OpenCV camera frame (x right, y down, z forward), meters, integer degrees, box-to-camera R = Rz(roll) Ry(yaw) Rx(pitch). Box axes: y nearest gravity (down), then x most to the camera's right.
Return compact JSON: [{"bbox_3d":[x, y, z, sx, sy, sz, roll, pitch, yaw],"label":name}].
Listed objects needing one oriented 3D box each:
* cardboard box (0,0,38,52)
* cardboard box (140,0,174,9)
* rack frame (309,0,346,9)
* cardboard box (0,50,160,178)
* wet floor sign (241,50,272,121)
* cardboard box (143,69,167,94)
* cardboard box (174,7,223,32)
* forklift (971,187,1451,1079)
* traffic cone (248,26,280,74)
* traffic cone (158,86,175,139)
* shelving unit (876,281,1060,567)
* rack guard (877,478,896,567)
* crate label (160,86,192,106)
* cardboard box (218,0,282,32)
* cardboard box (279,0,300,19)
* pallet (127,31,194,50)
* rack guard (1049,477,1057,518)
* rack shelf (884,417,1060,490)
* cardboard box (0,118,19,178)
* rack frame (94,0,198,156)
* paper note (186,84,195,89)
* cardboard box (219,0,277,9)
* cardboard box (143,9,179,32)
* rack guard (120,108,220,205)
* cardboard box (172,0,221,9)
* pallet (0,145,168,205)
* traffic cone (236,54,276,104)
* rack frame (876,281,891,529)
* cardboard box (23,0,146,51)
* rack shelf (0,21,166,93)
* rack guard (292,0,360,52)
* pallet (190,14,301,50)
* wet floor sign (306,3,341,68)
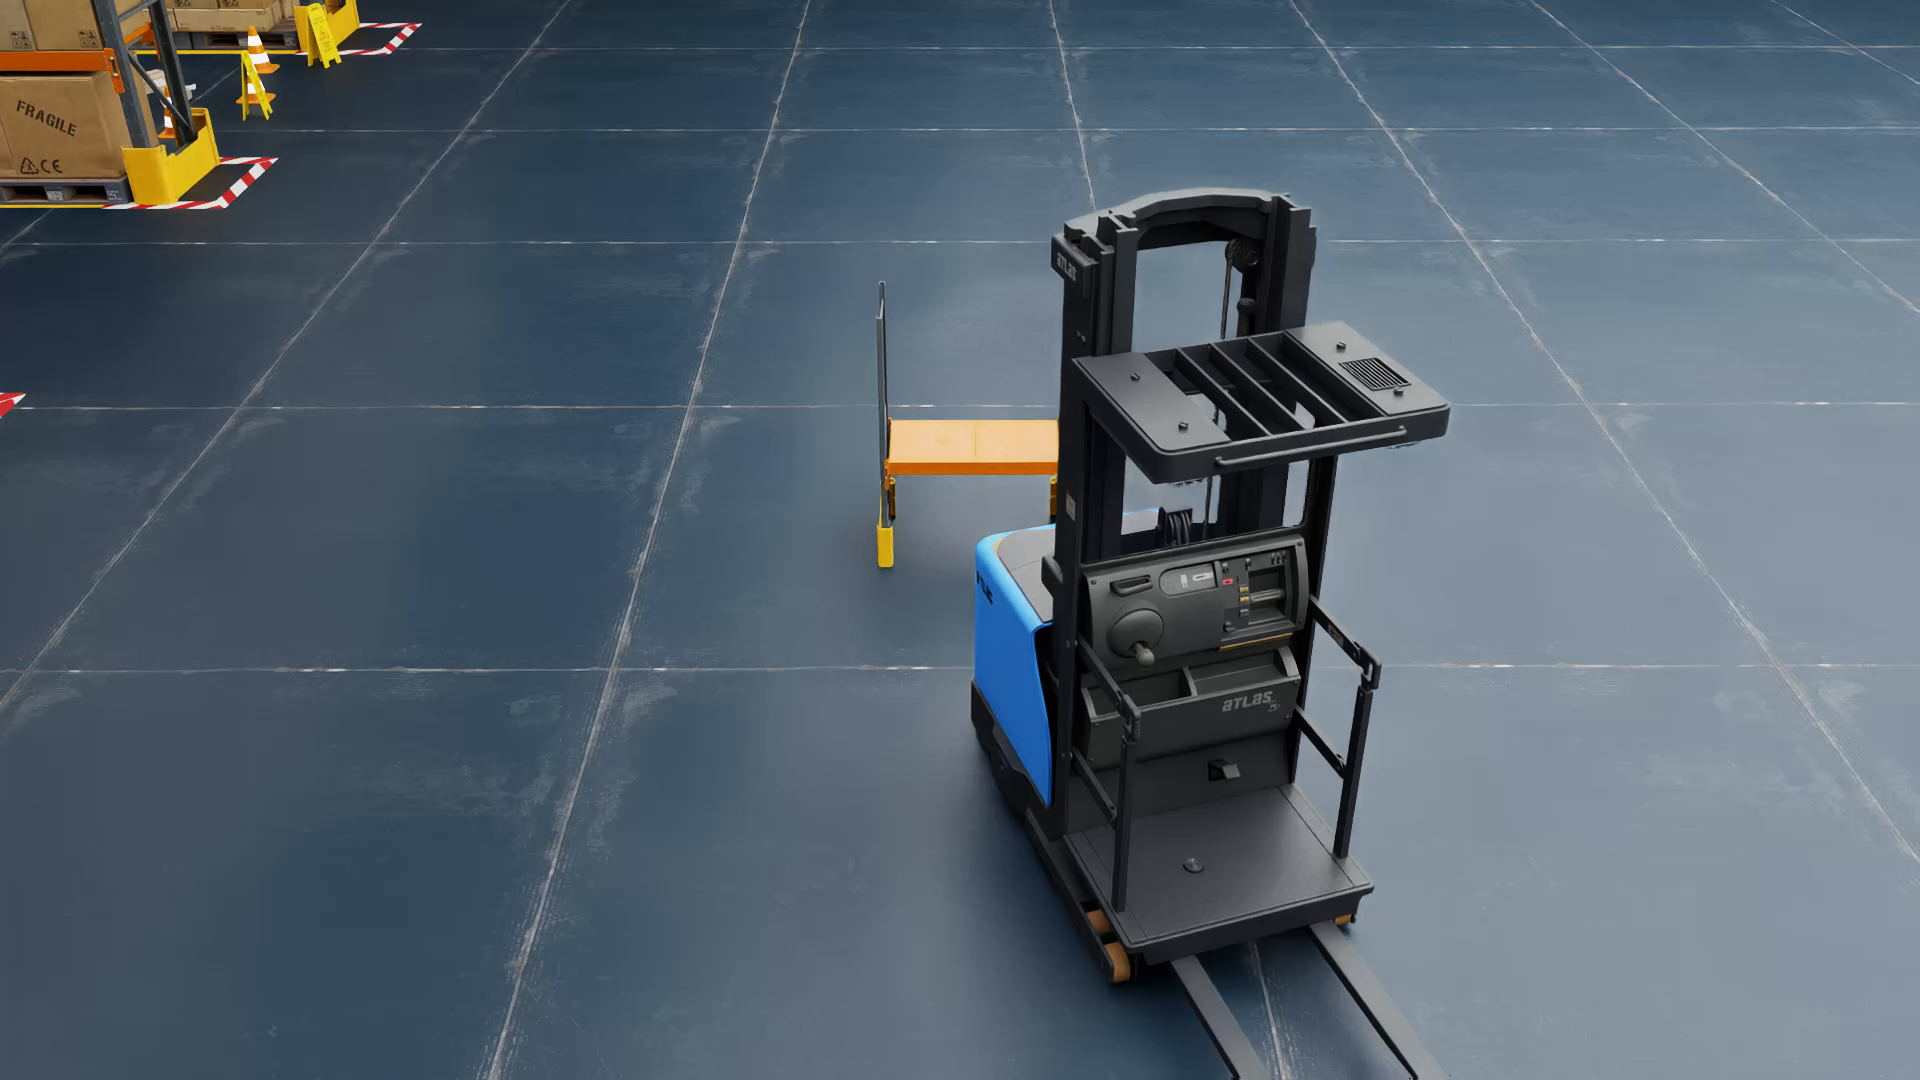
[{"bbox_3d":[-7.956,-4.518,14.049,0.550,0.550,0.875,0,31,0],"label":"cardboard box"},{"bbox_3d":[-8.992,-6.244,18.562,0.500,0.500,0.500,-1,31,-1],"label":"cardboard box"},{"bbox_3d":[-7.166,-7.059,18.382,0.127,3.000,1.000,0,31,0],"label":"rack frame"},{"bbox_3d":[-7.713,-3.726,14.533,0.875,0.875,0.875,0,31,0],"label":"cardboard box"},{"bbox_3d":[-7.018,-4.512,16.454,0.232,0.644,0.267,-5,32,-9],"label":"wet floor sign"},{"bbox_3d":[-8.464,-4.788,17.388,0.250,0.149,0.380,16,35,25],"label":"cardboard box"},{"bbox_3d":[-8.491,-5.923,18.756,0.500,0.250,0.500,0,31,0],"label":"cardboard box"},{"bbox_3d":[1.005,0.294,6.329,1.130,2.935,3.031,-10,33,-16],"label":"forklift"},{"bbox_3d":[-7.588,-5.304,17.935,0.334,0.463,0.336,0,31,0],"label":"traffic cone"},{"bbox_3d":[-7.575,-4.142,16.020,0.334,0.463,0.336,0,31,0],"label":"traffic cone"},{"bbox_3d":[0.076,-0.641,9.250,1.083,1.500,0.587,0,31,0],"label":"shelving unit"},{"bbox_3d":[-0.422,-0.106,9.572,0.087,0.250,0.587,0,31,0],"label":"rack guard"},{"bbox_3d":[-8.028,-4.555,17.015,0.298,0.136,0.250,-17,35,-26],"label":"crate label"},{"bbox_3d":[-7.997,-5.921,18.752,0.500,0.250,0.500,0,31,-1],"label":"cardboard box"},{"bbox_3d":[-7.975,-6.204,19.218,0.500,0.250,0.500,0,31,-1],"label":"cardboard box"},{"bbox_3d":[-9.272,-5.880,19.127,1.213,0.211,1.003,0,31,0],"label":"pallet"},{"bbox_3d":[0.574,-0.109,9.577,0.087,0.250,0.587,0,31,0],"label":"rack guard"},{"bbox_3d":[0.085,-0.488,9.344,1.000,0.185,0.538,0,31,0],"label":"rack shelf"},{"bbox_3d":[-8.593,-3.723,14.526,0.875,0.875,0.875,-1,31,-1],"label":"cardboard box"},{"bbox_3d":[-7.035,-4.492,14.150,0.127,3.000,1.000,0,31,0],"label":"rack frame"},{"bbox_3d":[-8.099,-4.754,17.445,0.142,0.019,0.148,-11,33,-17],"label":"paper note"},{"bbox_3d":[-7.966,-6.246,18.565,0.500,0.500,0.500,0,31,0],"label":"cardboard box"},{"bbox_3d":[-9.014,-5.919,18.749,0.500,0.250,0.500,-1,31,-2],"label":"cardboard box"},{"bbox_3d":[-7.011,-3.423,14.799,0.348,0.500,1.175,0,31,0],"label":"rack guard"},{"bbox_3d":[-8.488,-6.242,18.559,0.500,0.500,0.500,1,31,2],"label":"cardboard box"},{"bbox_3d":[-7.834,-3.256,14.803,1.213,0.211,1.003,0,31,0],"label":"pallet"},{"bbox_3d":[-7.242,-4.729,16.988,0.334,0.463,0.336,0,31,0],"label":"traffic cone"},{"bbox_3d":[-0.423,-0.640,9.248,0.032,1.500,0.500,0,31,0],"label":"rack frame"},{"bbox_3d":[-7.406,-4.531,14.071,0.550,0.550,0.875,0,31,0],"label":"cardboard box"},{"bbox_3d":[-9.035,-4.178,14.327,4.000,0.370,1.077,0,31,0],"label":"rack shelf"},{"bbox_3d":[-7.242,-5.990,19.030,0.348,0.500,1.175,0,31,0],"label":"rack guard"},{"bbox_3d":[-8.055,-5.882,19.131,1.213,0.211,1.003,0,31,0],"label":"pallet"},{"bbox_3d":[-6.970,-5.498,18.079,0.232,0.644,0.267,10,33,17],"label":"wet floor sign"}]
